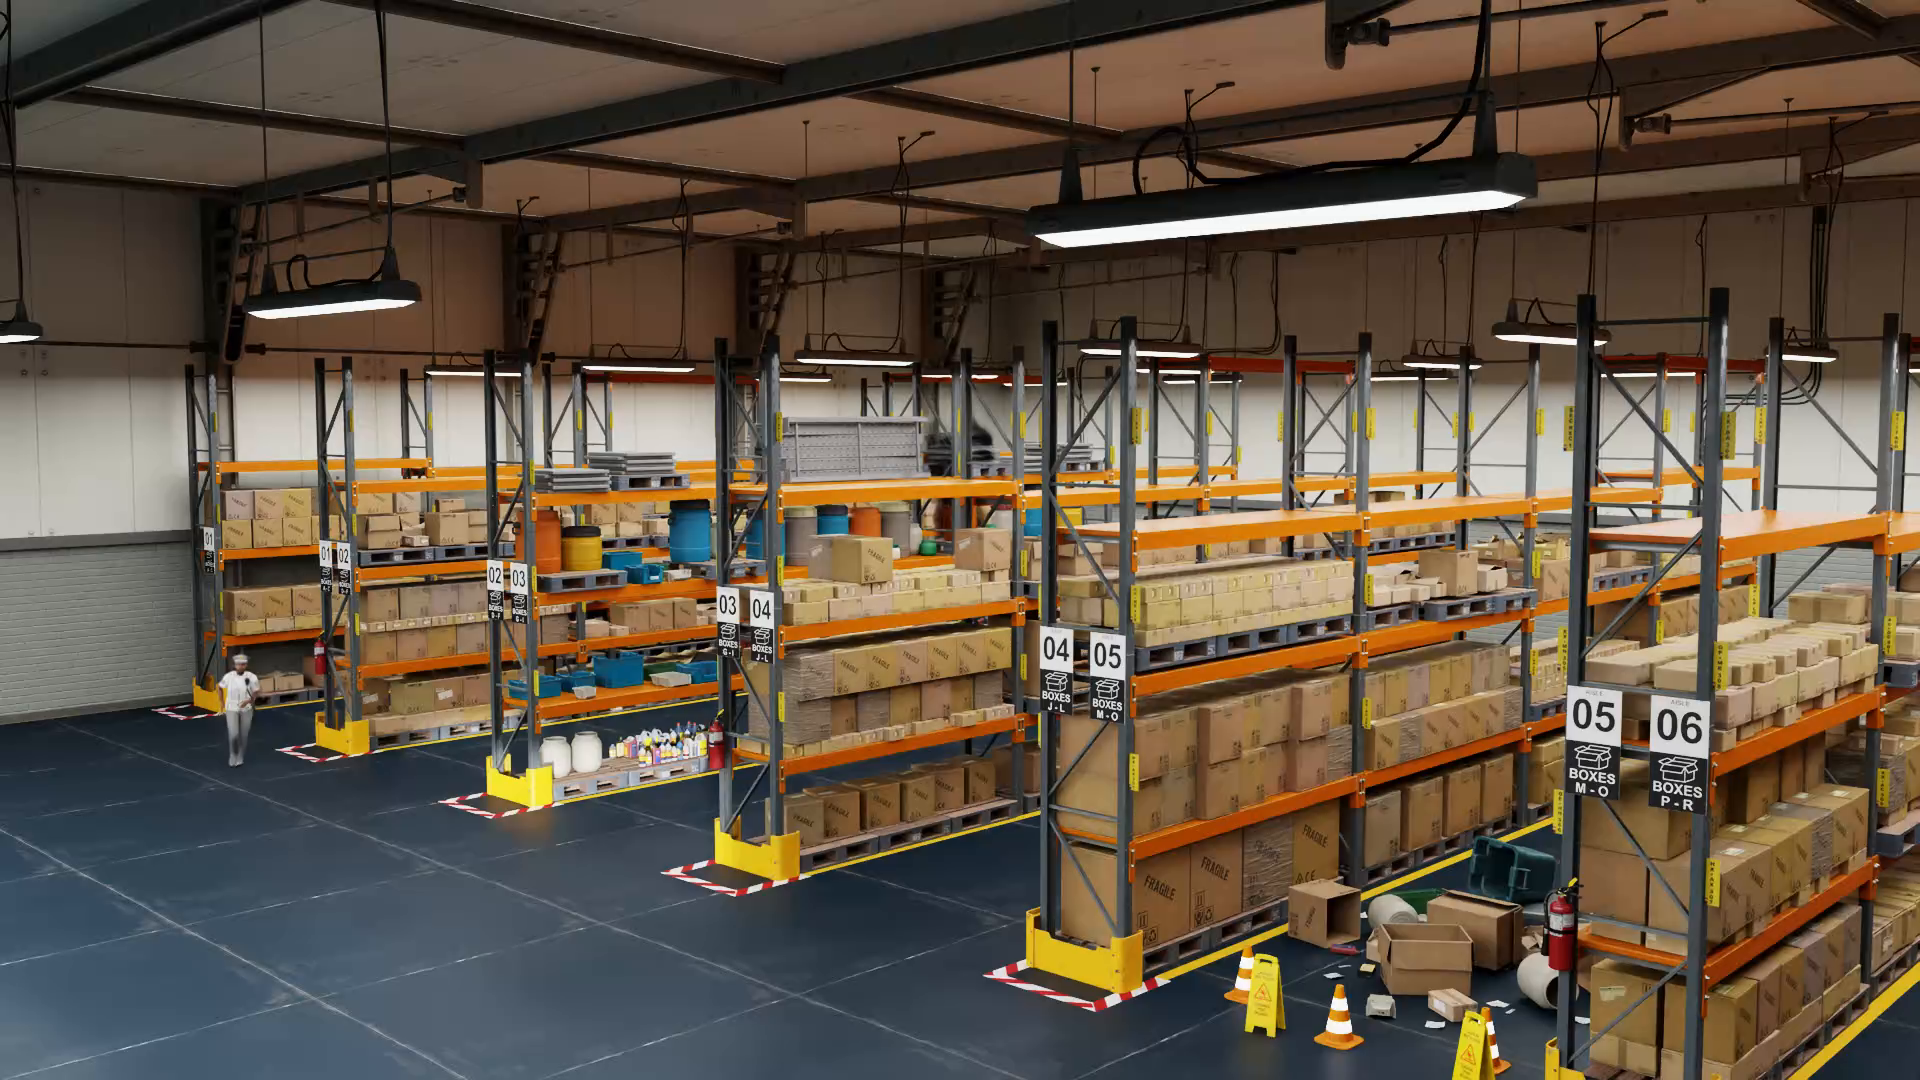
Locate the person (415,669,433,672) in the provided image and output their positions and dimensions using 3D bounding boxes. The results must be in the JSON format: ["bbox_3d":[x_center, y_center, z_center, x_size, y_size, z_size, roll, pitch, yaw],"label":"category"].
[{"bbox_3d":[-9.068,2.157,28.123,0.690,1.711,0.621,3,5,34],"label":"person"}]

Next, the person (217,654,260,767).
[{"bbox_3d":[-10.490,2.480,24.207,0.567,1.660,0.573,-2,5,-25],"label":"person"}]
